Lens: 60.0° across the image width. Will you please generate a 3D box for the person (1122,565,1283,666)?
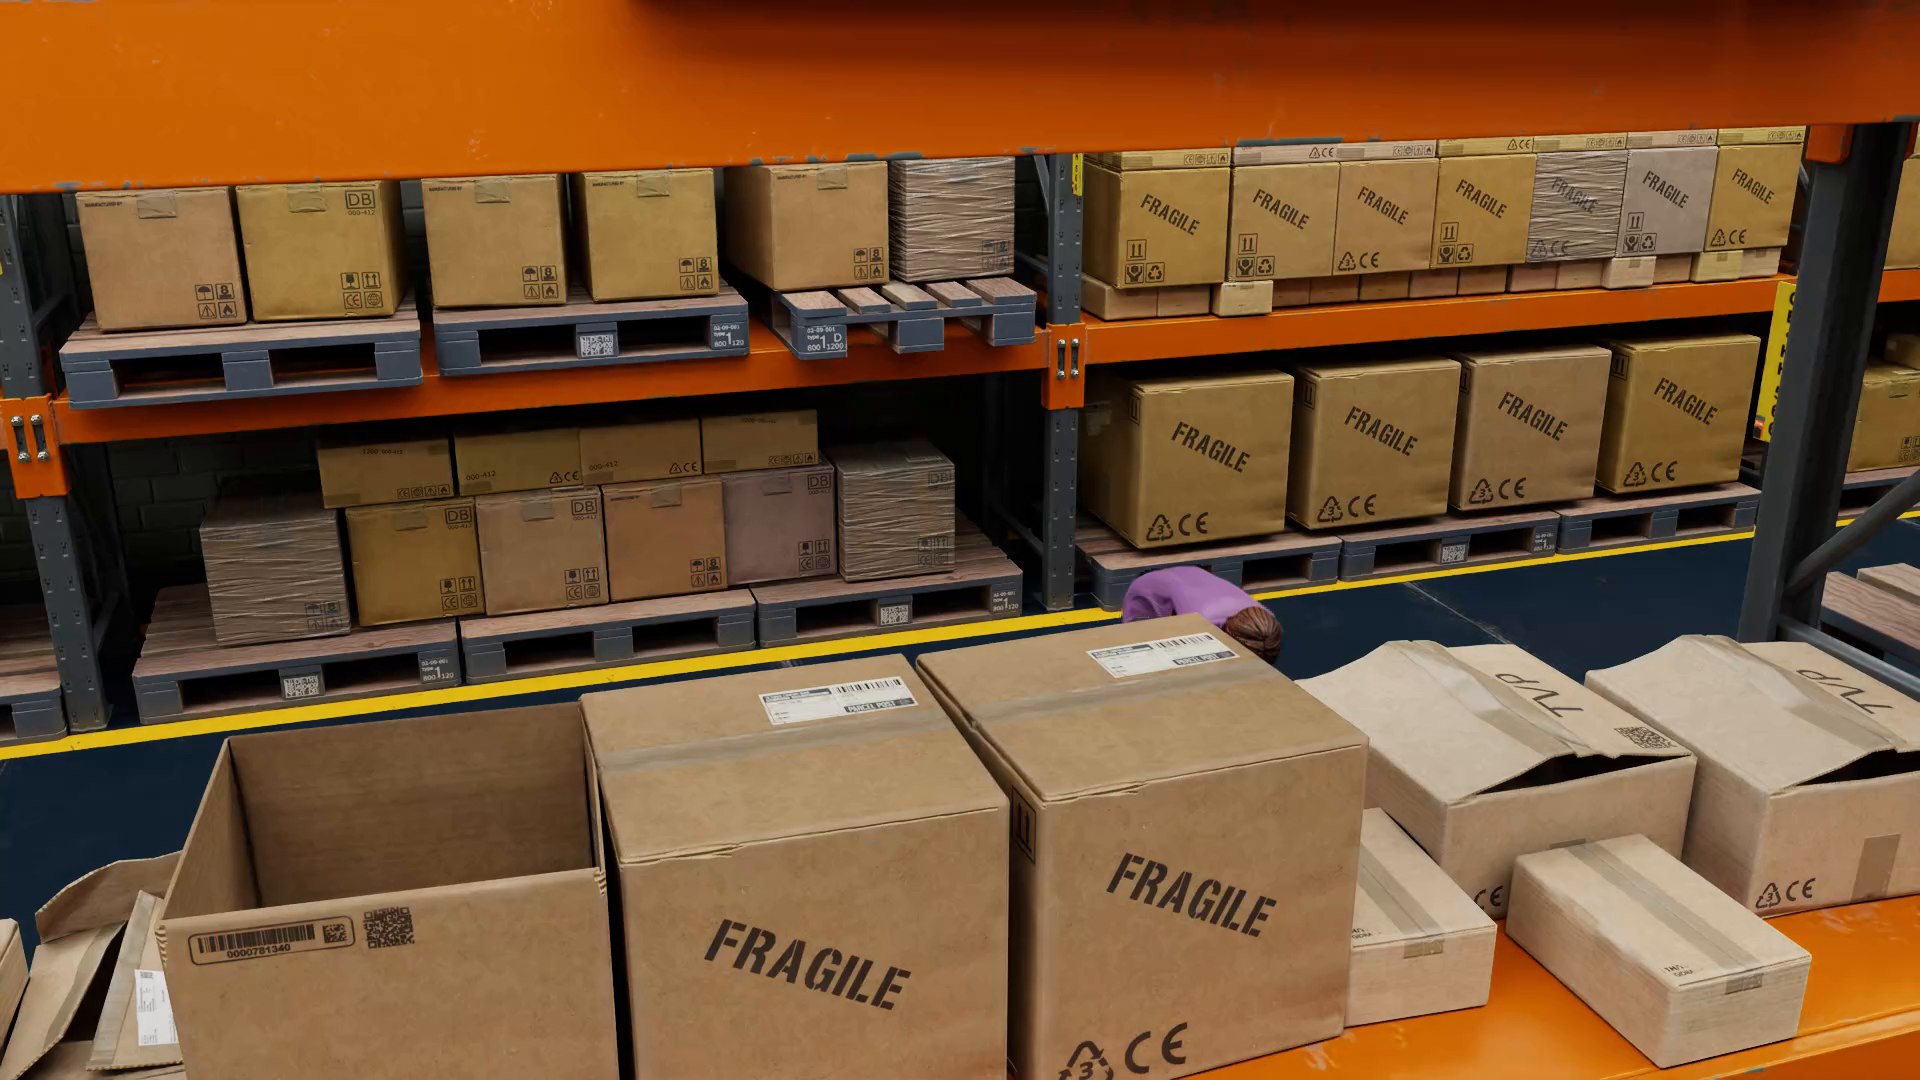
[{"bbox_3d":[0.896,0.471,6.150,0.422,0.697,0.864,-7,21,-18],"label":"person"}]
